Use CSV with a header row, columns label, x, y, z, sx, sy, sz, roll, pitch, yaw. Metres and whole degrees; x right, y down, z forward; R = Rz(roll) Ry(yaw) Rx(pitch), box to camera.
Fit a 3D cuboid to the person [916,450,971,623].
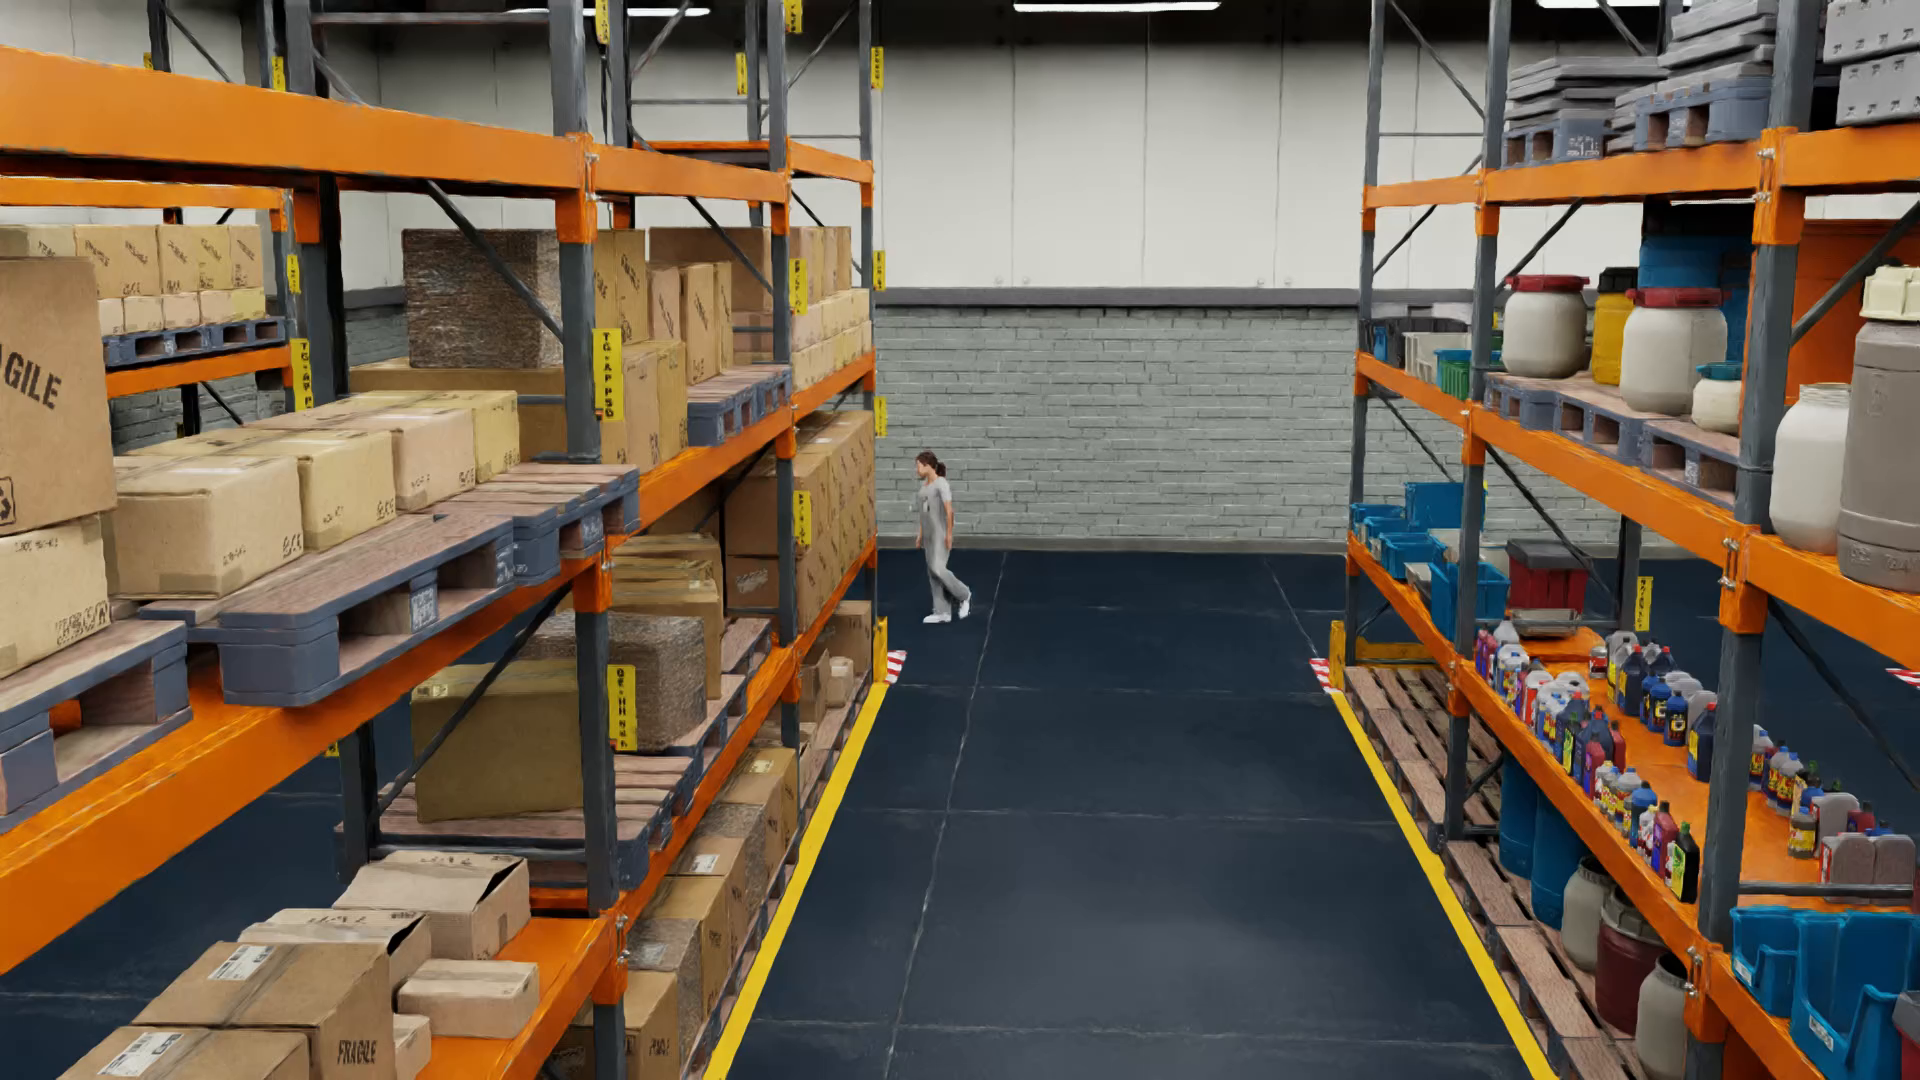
label,x,y,z,sx,sy,sz,roll,pitch,yaw
person,-0.195,-0.027,16.142,0.526,1.620,0.510,-8,14,-37
